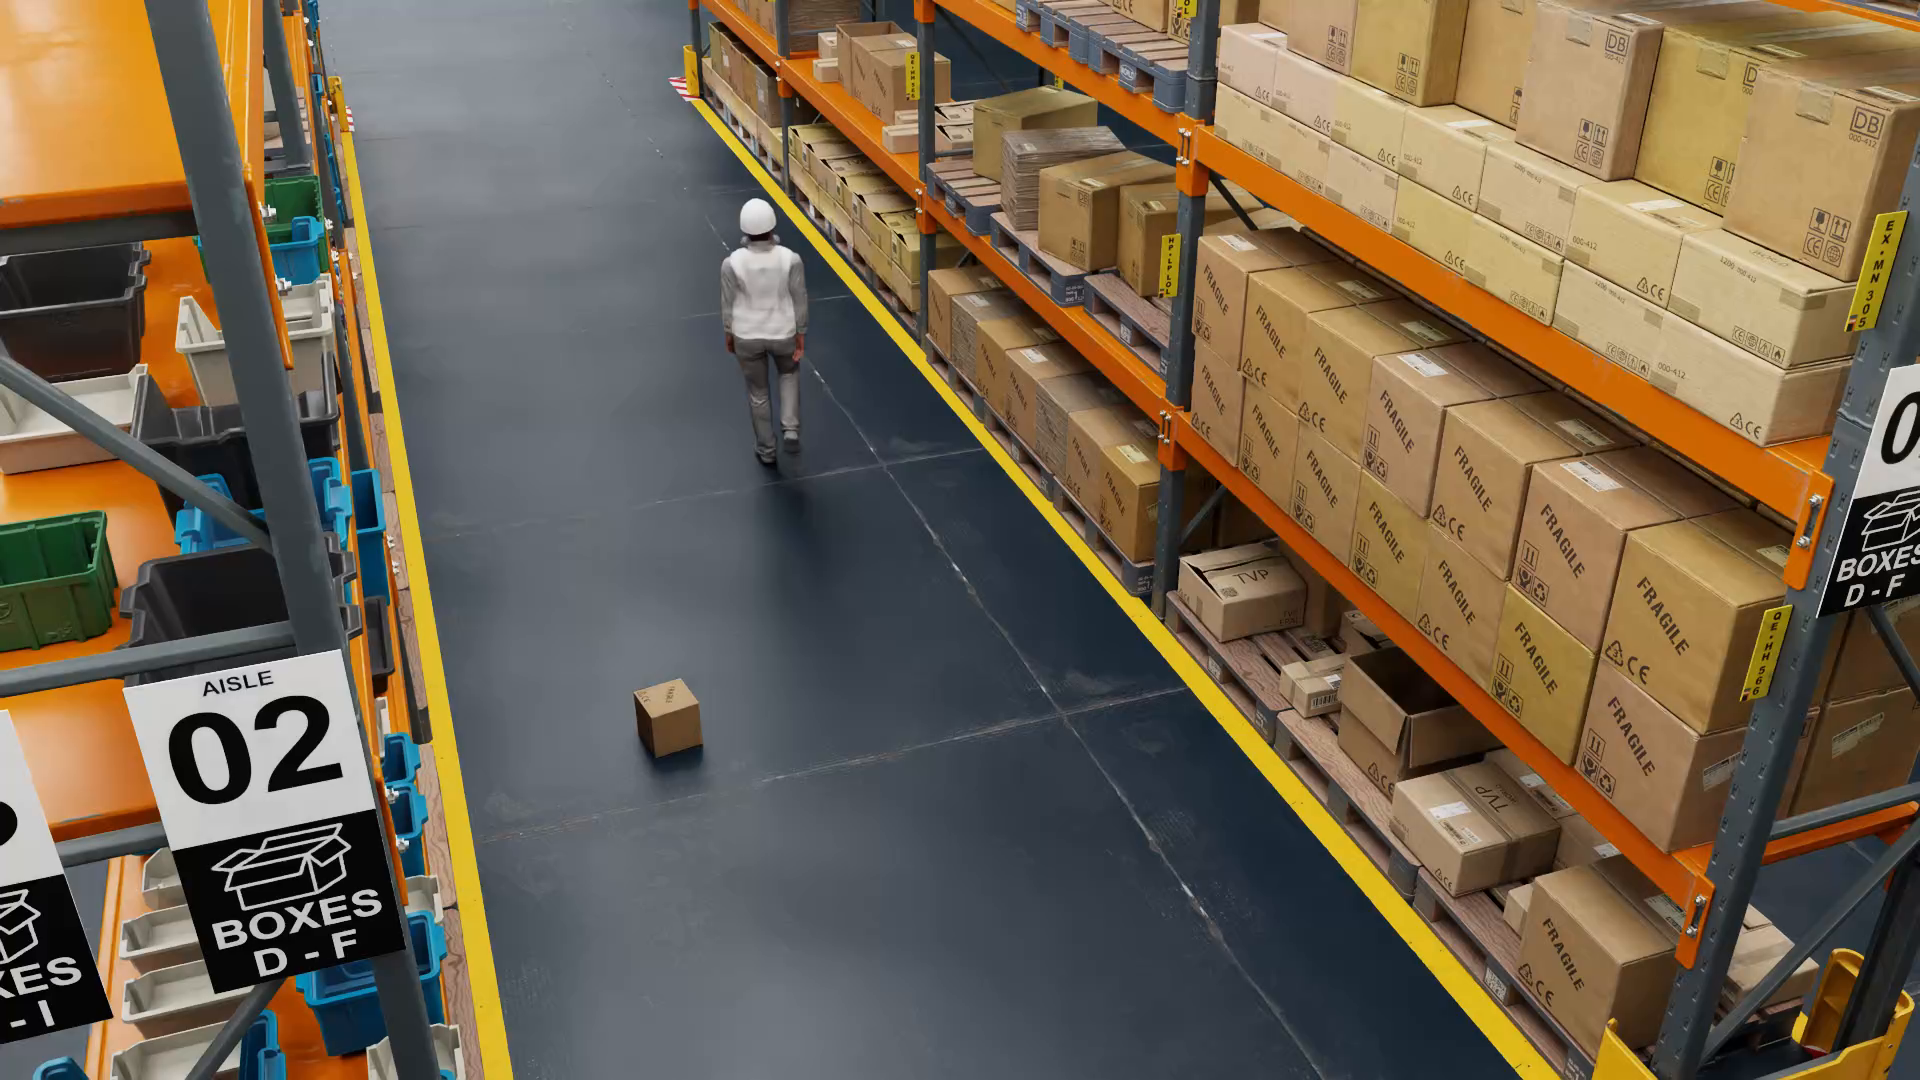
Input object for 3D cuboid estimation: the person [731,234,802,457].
[{"bbox_3d":[-1.248,-1.271,10.681,0.453,1.472,0.456,-6,30,-10],"label":"person"}]
